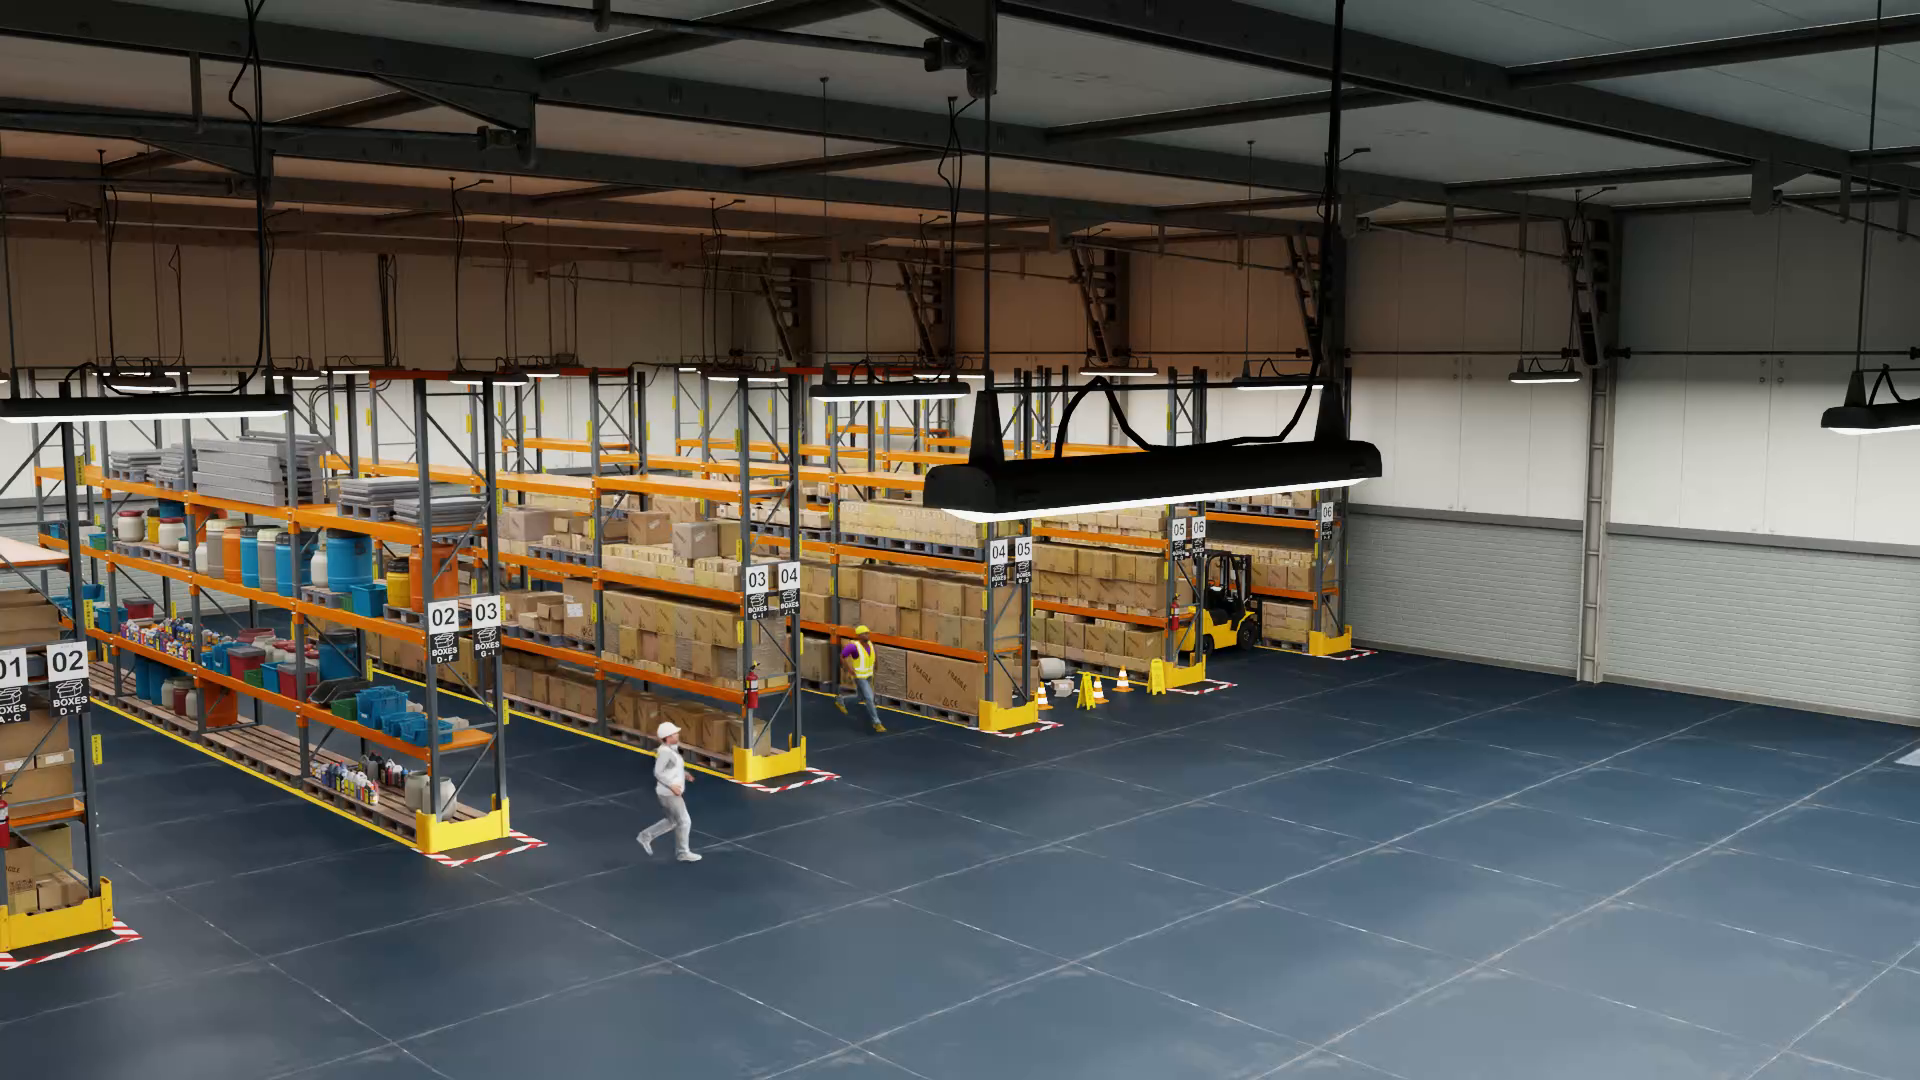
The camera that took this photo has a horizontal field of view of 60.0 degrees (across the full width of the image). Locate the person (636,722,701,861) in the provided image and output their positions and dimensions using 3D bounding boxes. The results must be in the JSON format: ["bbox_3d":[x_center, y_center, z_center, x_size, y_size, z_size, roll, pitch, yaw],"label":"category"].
[{"bbox_3d":[-3.630,3.127,20.642,0.802,1.757,0.678,-1,7,-10],"label":"person"}]

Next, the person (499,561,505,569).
[{"bbox_3d":[-11.175,0.993,40.556,0.551,1.536,0.570,-6,9,-44],"label":"person"}]

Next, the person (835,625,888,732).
[{"bbox_3d":[-1.662,2.312,28.059,1.130,1.780,0.667,4,7,30],"label":"person"}]
